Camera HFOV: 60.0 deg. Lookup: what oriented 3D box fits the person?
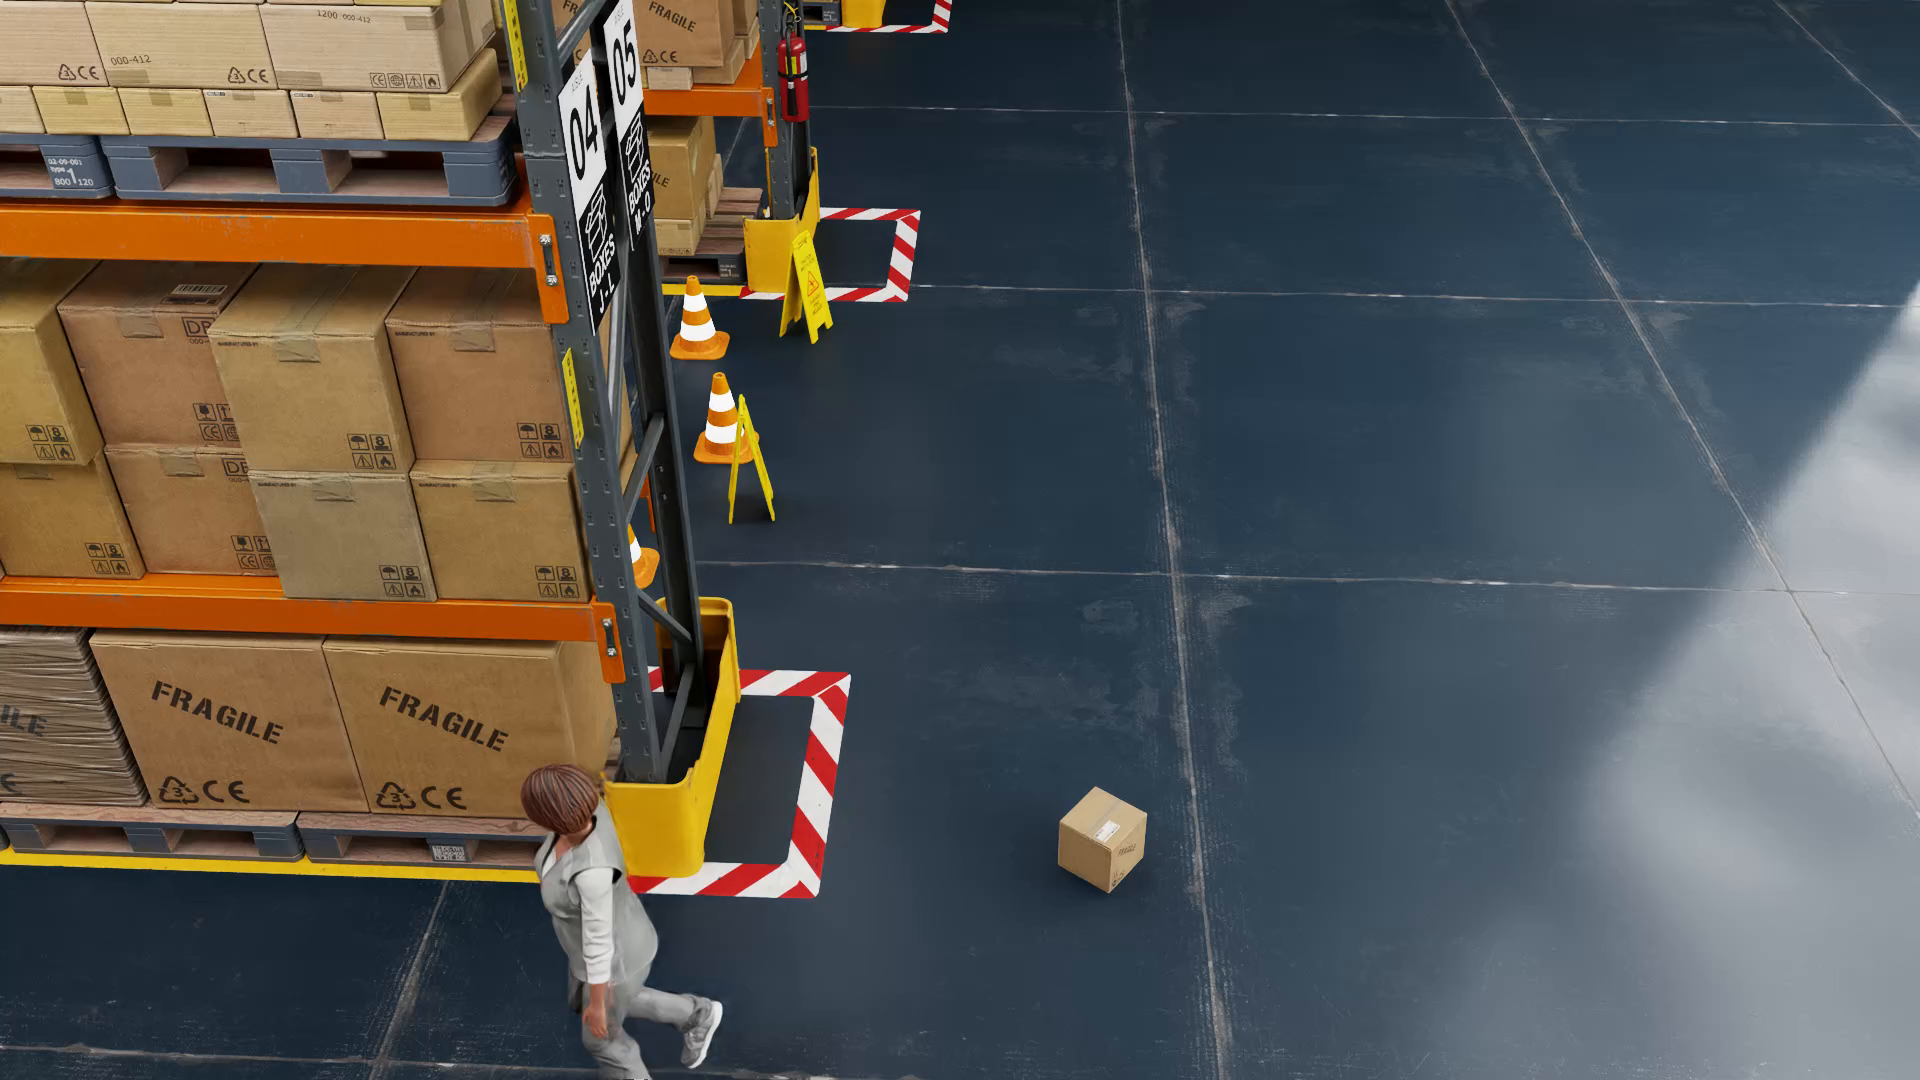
[{"bbox_3d":[-1.072,1.291,5.328,0.578,1.574,0.492,-13,38,-18],"label":"person"}]
